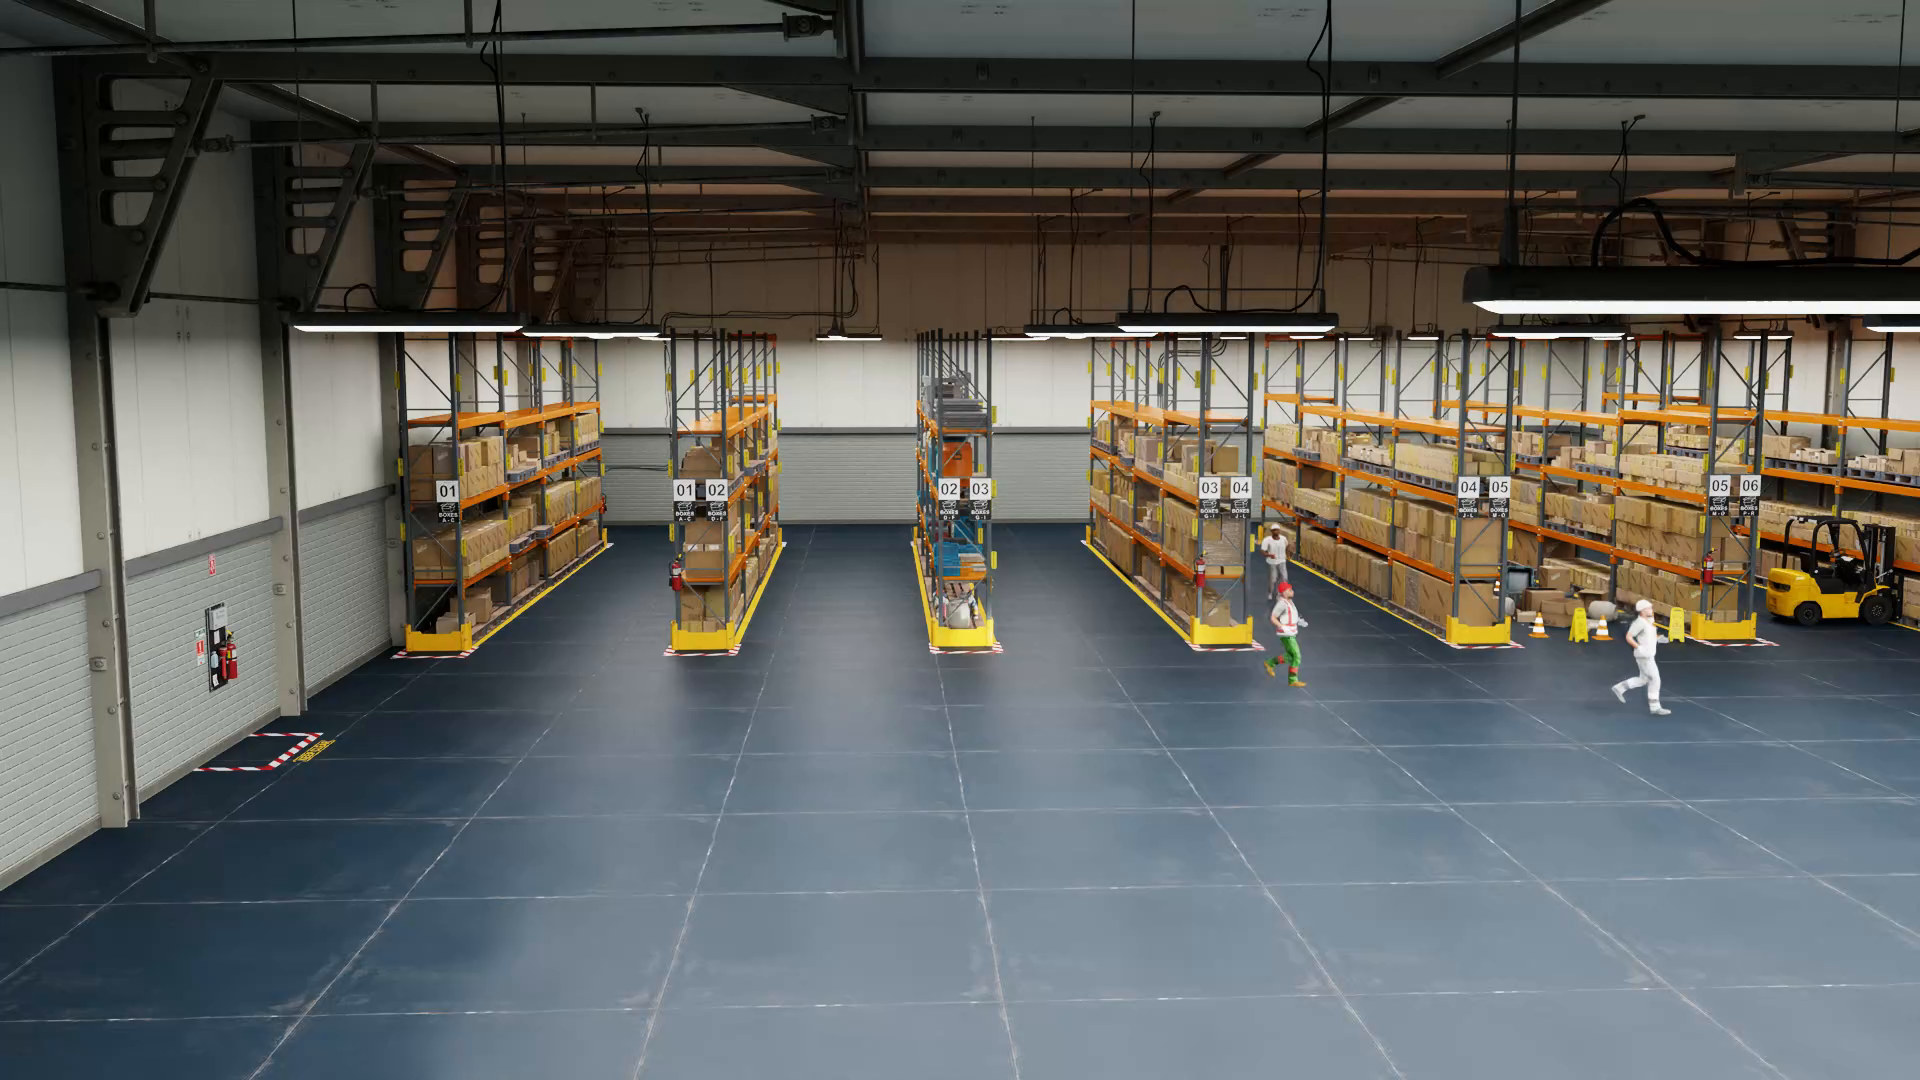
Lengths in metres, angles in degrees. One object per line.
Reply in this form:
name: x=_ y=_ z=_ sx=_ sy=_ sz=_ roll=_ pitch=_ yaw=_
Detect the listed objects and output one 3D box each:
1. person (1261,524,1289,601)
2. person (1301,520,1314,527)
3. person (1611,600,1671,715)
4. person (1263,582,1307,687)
person: x=7.009 y=0.519 z=36.861 sx=0.699 sy=1.760 sz=0.665 roll=-1 pitch=7 yaw=-7
person: x=10.135 y=-0.821 z=48.669 sx=0.644 sy=1.702 sz=0.637 roll=-5 pitch=9 yaw=-38
person: x=10.604 y=1.807 z=25.828 sx=0.914 sy=1.765 sz=0.670 roll=4 pitch=8 yaw=33
person: x=5.444 y=1.578 z=27.871 sx=0.780 sy=1.748 sz=0.663 roll=4 pitch=8 yaw=29
